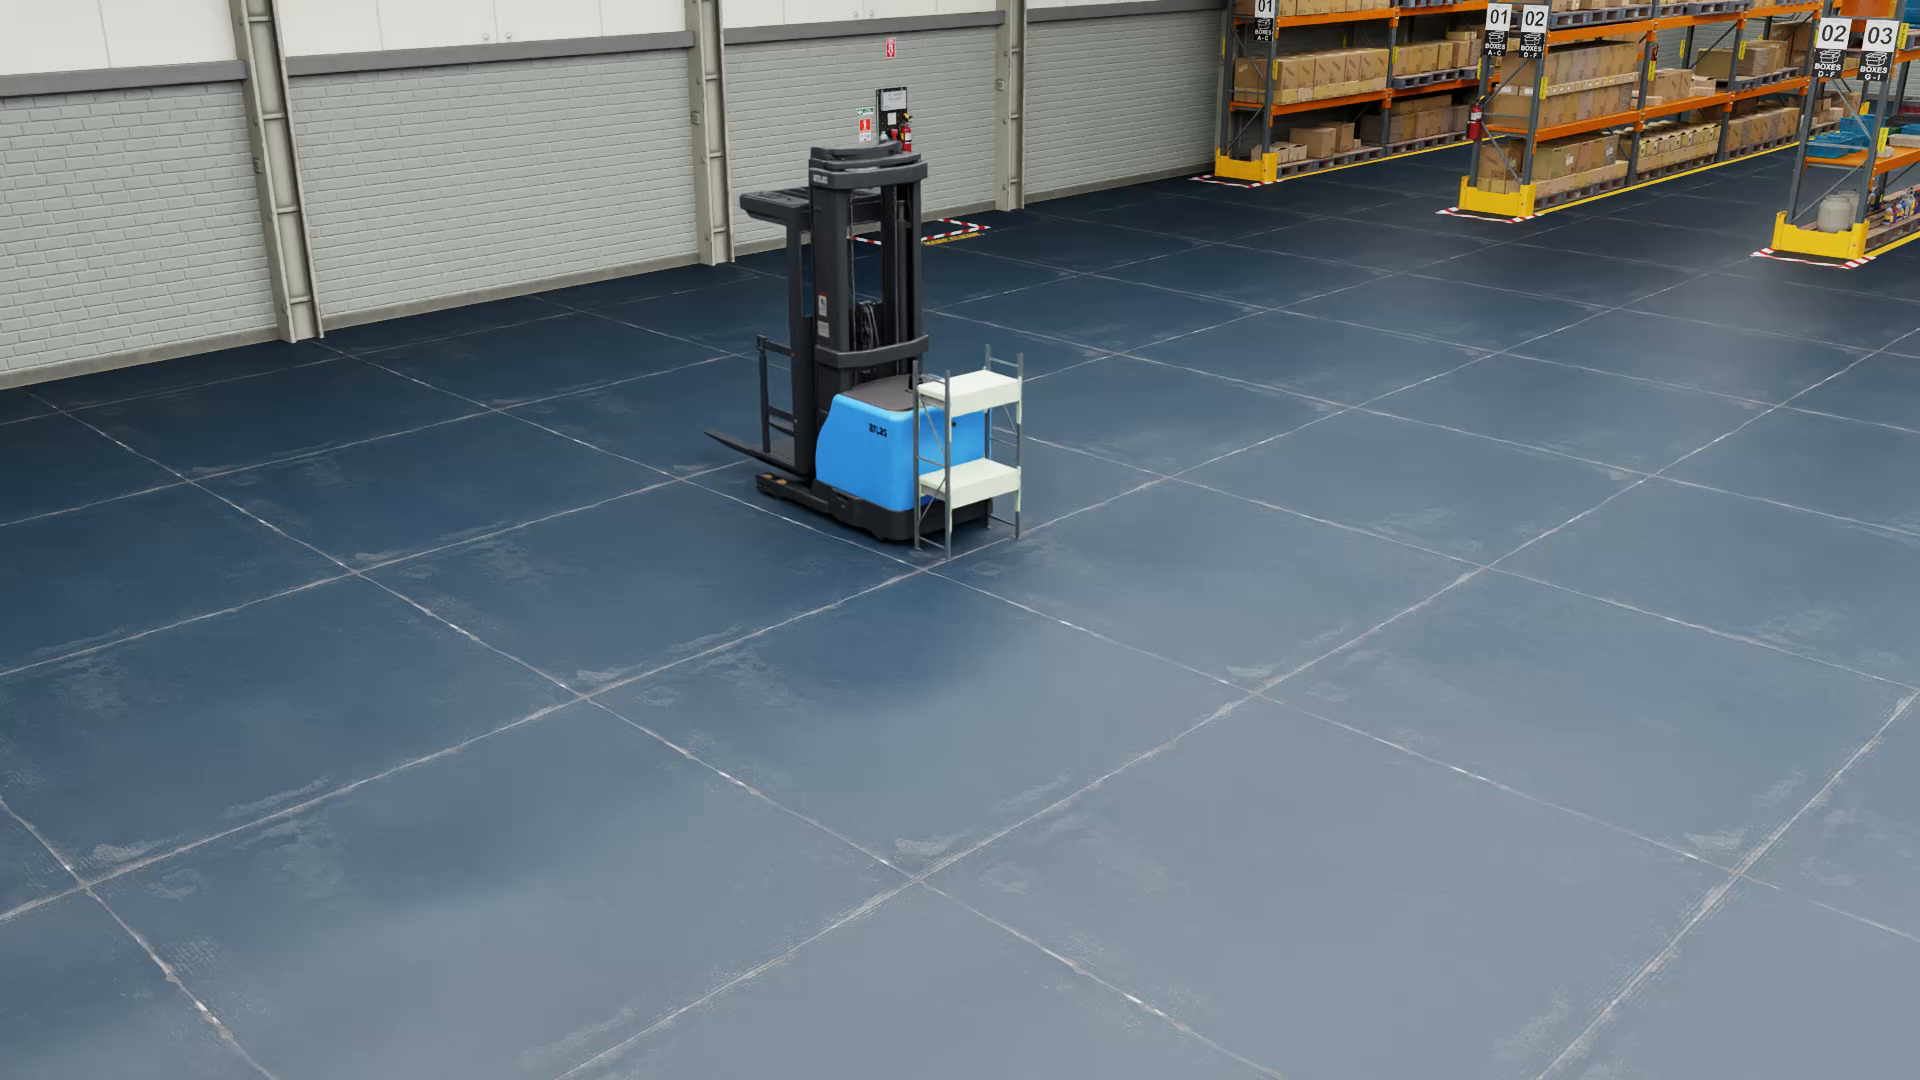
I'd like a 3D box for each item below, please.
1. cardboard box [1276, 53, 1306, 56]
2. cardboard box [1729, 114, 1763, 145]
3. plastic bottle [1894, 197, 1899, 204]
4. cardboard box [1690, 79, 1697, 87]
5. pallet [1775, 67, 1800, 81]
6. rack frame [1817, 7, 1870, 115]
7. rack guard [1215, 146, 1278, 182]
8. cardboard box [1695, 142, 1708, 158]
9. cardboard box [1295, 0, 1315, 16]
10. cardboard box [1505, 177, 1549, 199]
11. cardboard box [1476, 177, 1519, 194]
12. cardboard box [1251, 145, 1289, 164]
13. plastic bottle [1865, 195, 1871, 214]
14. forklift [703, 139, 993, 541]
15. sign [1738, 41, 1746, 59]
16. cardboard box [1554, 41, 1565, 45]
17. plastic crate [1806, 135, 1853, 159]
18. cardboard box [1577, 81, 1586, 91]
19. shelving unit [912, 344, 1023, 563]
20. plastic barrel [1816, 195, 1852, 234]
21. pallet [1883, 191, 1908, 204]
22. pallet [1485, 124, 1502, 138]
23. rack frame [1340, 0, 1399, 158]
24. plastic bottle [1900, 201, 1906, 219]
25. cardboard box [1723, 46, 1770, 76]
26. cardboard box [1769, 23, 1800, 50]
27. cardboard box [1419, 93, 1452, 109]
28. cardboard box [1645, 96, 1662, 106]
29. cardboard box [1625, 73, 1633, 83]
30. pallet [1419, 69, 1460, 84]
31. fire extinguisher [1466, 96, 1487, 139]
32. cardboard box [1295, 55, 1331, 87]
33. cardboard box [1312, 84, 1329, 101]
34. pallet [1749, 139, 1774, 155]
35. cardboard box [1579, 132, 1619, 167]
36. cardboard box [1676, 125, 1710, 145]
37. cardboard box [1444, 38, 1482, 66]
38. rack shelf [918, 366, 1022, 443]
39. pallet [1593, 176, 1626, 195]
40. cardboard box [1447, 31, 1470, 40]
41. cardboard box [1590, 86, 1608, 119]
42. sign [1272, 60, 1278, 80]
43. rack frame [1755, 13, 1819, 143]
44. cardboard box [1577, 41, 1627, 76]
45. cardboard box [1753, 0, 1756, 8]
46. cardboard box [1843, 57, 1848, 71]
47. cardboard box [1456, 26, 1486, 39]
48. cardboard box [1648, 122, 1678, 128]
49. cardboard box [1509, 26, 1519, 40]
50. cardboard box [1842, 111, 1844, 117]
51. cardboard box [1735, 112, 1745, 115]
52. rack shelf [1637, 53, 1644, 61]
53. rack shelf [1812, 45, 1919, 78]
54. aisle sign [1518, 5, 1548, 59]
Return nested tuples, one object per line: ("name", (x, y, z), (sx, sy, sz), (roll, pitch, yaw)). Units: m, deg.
("cardboard box", (6.012, -8.680, 30.613), (0.500, 0.500, 0.500), (18, 28, 39))
("cardboard box", (15.489, -8.121, 32.892), (0.500, 0.500, 0.500), (19, 28, 40))
("plastic bottle", (14.213, -5.057, 25.224), (0.061, 0.283, 0.133), (19, 28, 41))
("cardboard box", (13.489, -8.550, 31.262), (0.500, 0.311, 0.500), (19, 28, 40))
("pallet", (16.407, -9.533, 33.965), (1.003, 0.211, 1.213), (19, 28, 41))
("rack frame", (19.833, -10.829, 37.069), (1.000, 3.000, 0.127), (19, 28, 41))
("rack guard", (5.172, -6.808, 30.091), (1.175, 0.500, 0.348), (19, 28, 41))
("cardboard box", (13.703, -7.356, 31.279), (0.500, 0.250, 0.500), (19, 28, 40))
("cardboard box", (5.932, -9.564, 29.428), (0.500, 0.500, 0.500), (-18, 27, -39))
("cardboard box", (9.205, -5.711, 27.000), (0.500, 0.250, 0.500), (19, 28, 41))
("cardboard box", (8.834, -5.841, 27.337), (0.500, 0.250, 0.500), (19, 28, 41))
("cardboard box", (5.667, -7.061, 30.399), (0.500, 0.311, 0.500), (15, 26, 35))
("plastic bottle", (13.843, -5.146, 25.465), (0.152, 0.276, 0.135), (19, 28, 41))
("forklift", (-1.078, -1.815, 13.711), (1.130, 2.935, 3.031), (-17, 27, -38))
("sign", (14.652, -9.175, 31.151), (0.100, 0.325, 0.005), (19, 28, 41))
("cardboard box", (13.000, -10.920, 36.721), (0.500, 0.500, 0.500), (20, 28, 41))
("plastic crate", (12.352, -5.610, 23.697), (0.499, 0.251, 0.616), (19, 28, 41))
("cardboard box", (9.996, -7.445, 27.219), (0.380, 0.149, 0.250), (19, 28, 40))
("shelving unit", (0.061, -0.668, 12.723), (0.755, 1.500, 0.431), (-18, 27, -38))
("plastic barrel", (12.622, -4.699, 24.001), (0.421, 0.512, 0.421), (0, 21, 0))
("pallet", (15.528, -5.414, 26.866), (1.003, 0.211, 1.213), (19, 28, 41))
("pallet", (11.304, -8.894, 35.920), (1.003, 0.211, 1.213), (19, 28, 41))
("rack frame", (7.910, -8.984, 32.266), (1.000, 3.000, 0.127), (19, 28, 41))
("plastic bottle", (14.156, -4.962, 24.992), (0.097, 0.271, 0.097), (0, 21, 0))
("cardboard box", (15.386, -9.393, 32.607), (0.500, 0.500, 0.700), (-14, 25, -32))
("cardboard box", (17.210, -10.509, 34.703), (0.500, 0.500, 0.500), (19, 28, 41))
("cardboard box", (9.793, -9.071, 34.321), (0.500, 0.250, 0.500), (-20, 28, -41))
("cardboard box", (12.226, -7.804, 29.548), (0.380, 0.149, 0.250), (19, 28, 41))
("cardboard box", (11.252, -7.908, 28.424), (0.380, 0.149, 0.250), (19, 28, 40))
("pallet", (9.349, -9.403, 33.625), (1.003, 0.211, 1.213), (19, 28, 41))
("fire extinguisher", (8.256, -6.766, 26.605), (0.296, 0.674, 0.183), (19, 28, 41))
("cardboard box", (6.385, -8.548, 30.269), (0.500, 0.500, 0.500), (18, 27, 39))
("cardboard box", (6.399, -8.207, 30.428), (0.500, 0.250, 0.500), (19, 28, 40))
("pallet", (15.651, -7.966, 33.505), (1.003, 0.211, 1.213), (19, 28, 41))
("cardboard box", (10.938, -6.708, 28.547), (0.500, 0.500, 0.500), (19, 28, 41))
("cardboard box", (13.705, -7.616, 31.173), (0.500, 0.311, 0.500), (19, 28, 40))
("cardboard box", (10.380, -10.141, 34.524), (0.700, 0.500, 0.500), (15, 26, 35))
("rack shelf", (0.061, -1.032, 12.583), (0.720, 0.370, 0.431), (-18, 27, -38))
("pallet", (10.877, -6.249, 29.039), (1.003, 0.211, 1.213), (19, 28, 41))
("cardboard box", (10.267, -10.384, 34.253), (0.380, 0.149, 0.250), (14, 25, 32))
("cardboard box", (10.441, -7.411, 28.035), (0.500, 0.500, 0.700), (-20, 28, -41))
("sign", (5.508, -8.224, 29.083), (0.100, 0.325, 0.005), (19, 28, 41))
("rack frame", (17.043, -9.801, 34.394), (1.000, 3.000, 0.127), (19, 28, 41))
("cardboard box", (10.805, -8.151, 28.153), (0.700, 0.500, 0.500), (19, 28, 41))
("cardboard box", (14.532, -10.340, 31.476), (0.910, 0.500, 0.500), (19, 28, 41))
("cardboard box", (18.653, -10.302, 35.558), (0.500, 0.500, 0.500), (19, 28, 40))
("cardboard box", (10.831, -10.738, 35.204), (0.500, 0.250, 0.500), (-19, 28, -41))
("cardboard box", (13.316, -7.749, 31.520), (0.500, 0.311, 0.500), (18, 28, 39))
("cardboard box", (11.576, -10.747, 35.228), (0.500, 0.250, 0.500), (19, 28, 40))
("cardboard box", (19.283, -9.429, 36.762), (0.380, 0.166, 0.250), (19, 28, 41))
("cardboard box", (15.459, -8.380, 33.567), (0.500, 0.500, 0.500), (18, 27, 39))
("rack shelf", (14.886, -11.218, 39.083), (1.077, 0.370, 4.000), (19, 28, 41))
("rack shelf", (13.613, -7.054, 24.069), (1.077, 0.370, 4.000), (19, 28, 41))
("aisle sign", (8.845, -7.836, 25.658), (0.394, 0.787, 0.004), (19, 28, 41))
